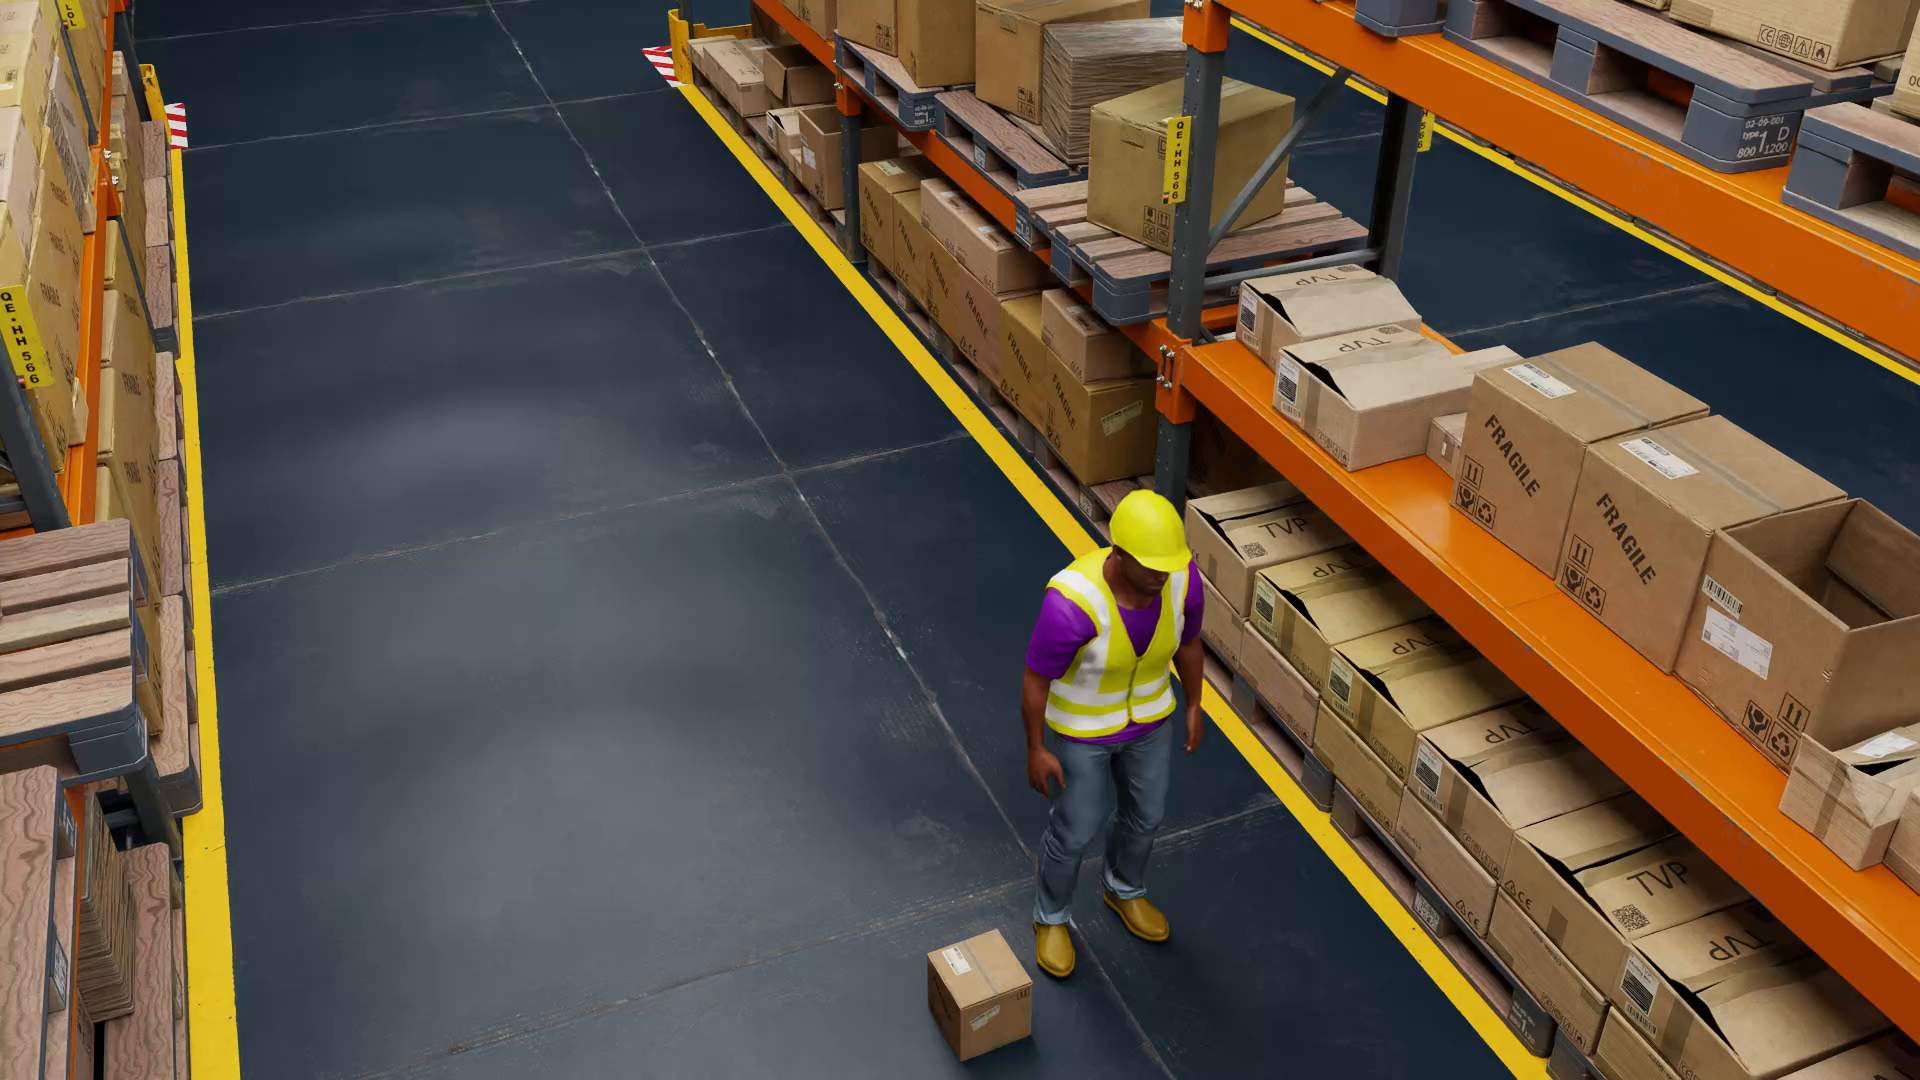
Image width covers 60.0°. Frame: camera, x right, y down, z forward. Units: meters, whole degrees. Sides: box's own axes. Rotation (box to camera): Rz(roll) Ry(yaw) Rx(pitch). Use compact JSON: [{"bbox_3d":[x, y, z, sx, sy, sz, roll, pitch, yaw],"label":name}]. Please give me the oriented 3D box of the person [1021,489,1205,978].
[{"bbox_3d":[0.492,0.588,5.228,0.635,1.759,0.462,-14,36,-20],"label":"person"}]
